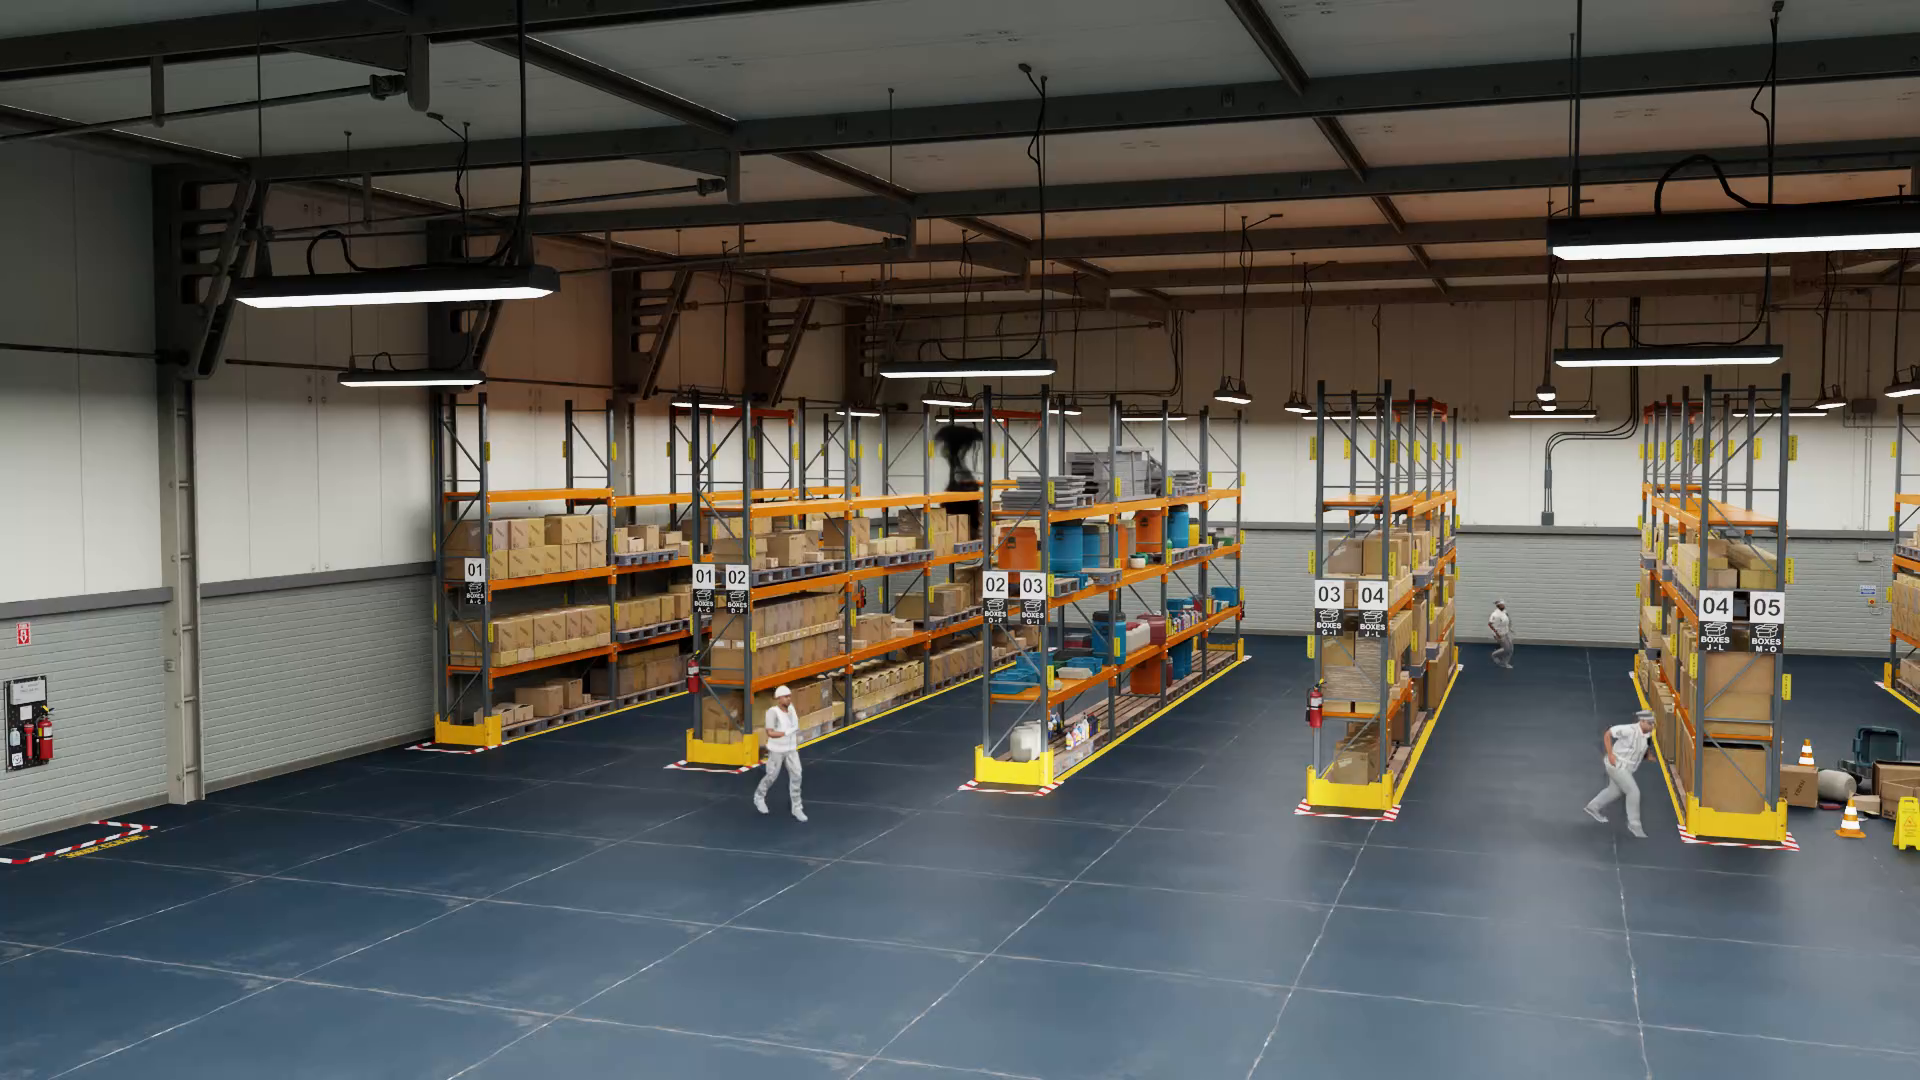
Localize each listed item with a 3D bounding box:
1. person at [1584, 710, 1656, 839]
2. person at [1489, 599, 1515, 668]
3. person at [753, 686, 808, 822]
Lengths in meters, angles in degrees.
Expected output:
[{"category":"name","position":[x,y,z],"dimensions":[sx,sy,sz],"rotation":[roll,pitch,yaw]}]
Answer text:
[{"category":"person","position":[8.646,3.042,21.847],"dimensions":[0.708,1.721,1.023],"rotation":[-2,4,-34]},{"category":"person","position":[12.483,2.157,38.369],"dimensions":[0.622,1.634,0.521],"rotation":[-2,4,-38]},{"category":"person","position":[-2.442,2.880,22.616],"dimensions":[0.929,1.812,0.672],"rotation":[3,4,41]}]
